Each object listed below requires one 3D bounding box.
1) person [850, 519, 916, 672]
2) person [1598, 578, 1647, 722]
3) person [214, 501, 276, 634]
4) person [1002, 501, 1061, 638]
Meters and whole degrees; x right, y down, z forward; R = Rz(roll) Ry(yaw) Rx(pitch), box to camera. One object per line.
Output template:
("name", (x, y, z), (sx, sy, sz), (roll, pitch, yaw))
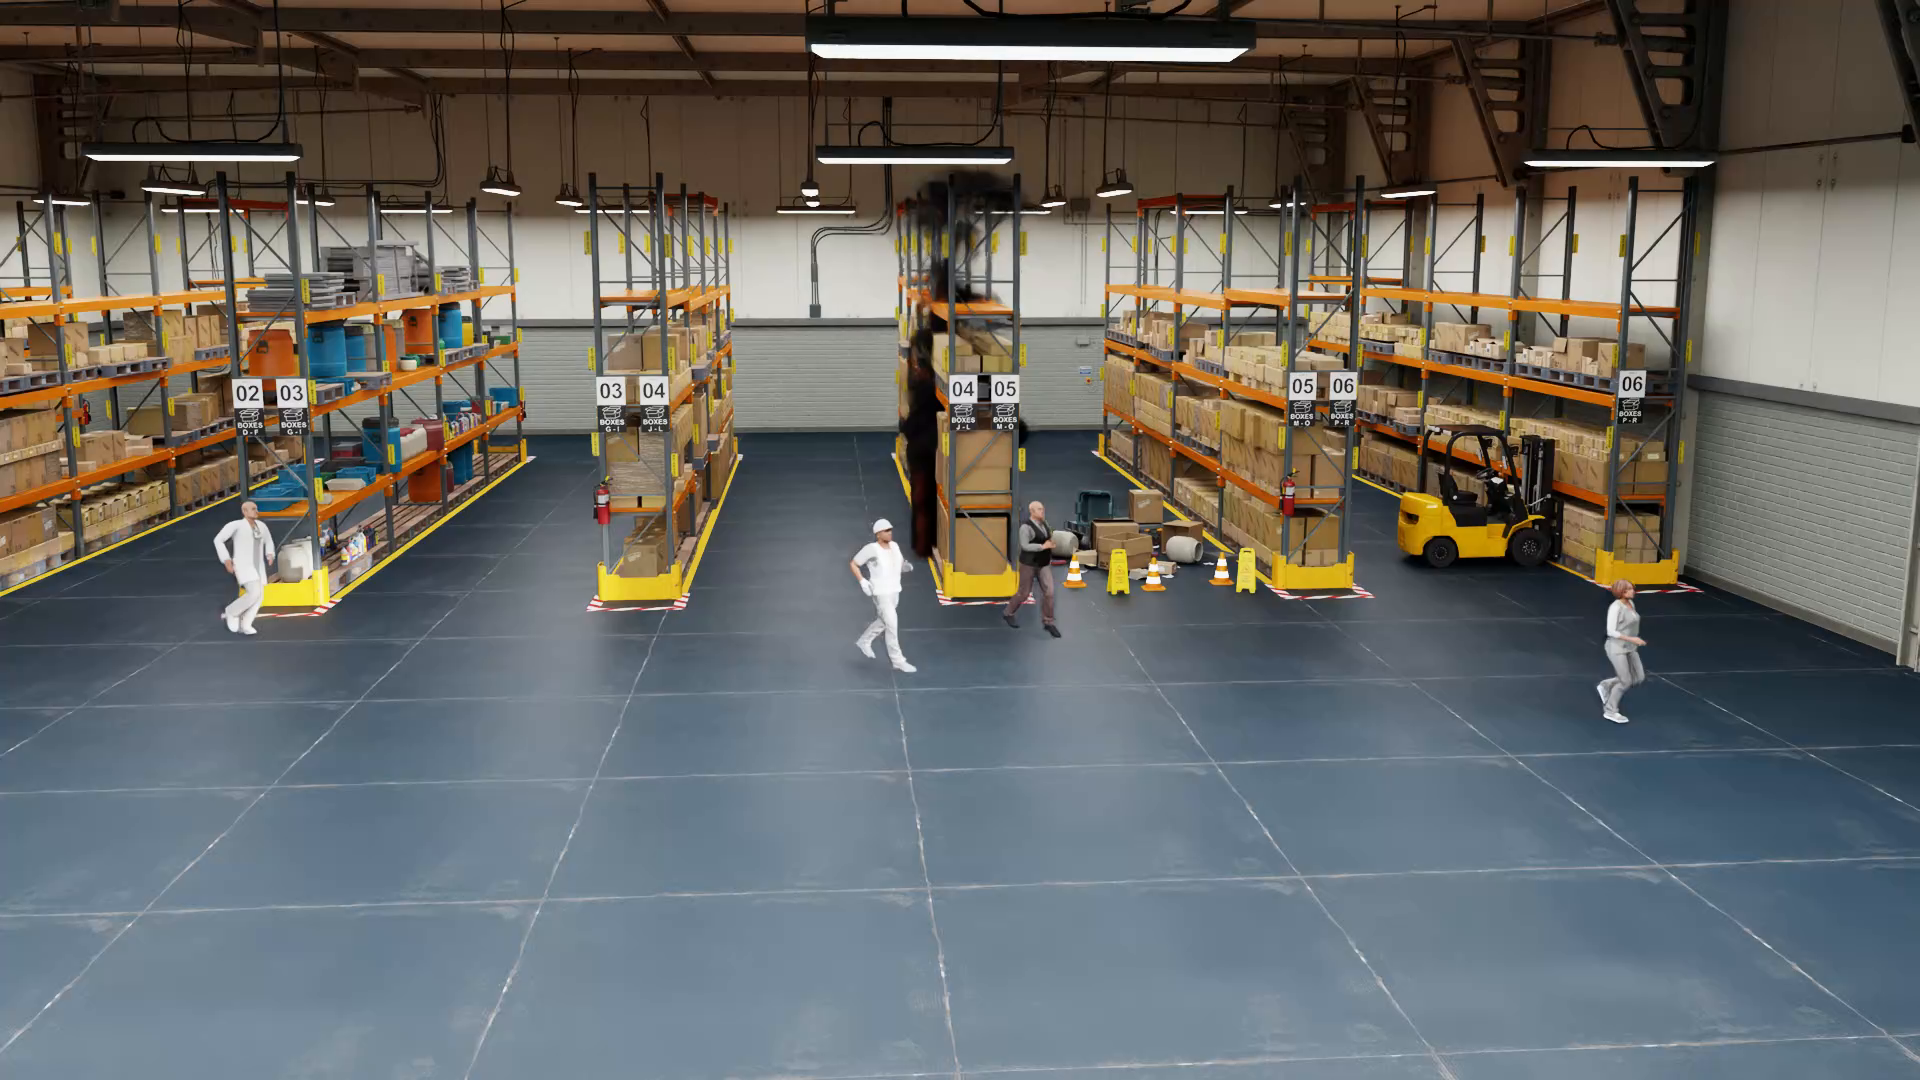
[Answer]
("person", (-0.894, 0.630, 19.825), (0.993, 1.773, 0.682), (7, 12, 34))
("person", (7.009, 1.172, 17.606), (0.555, 1.554, 0.563), (-8, 13, -39))
("person", (-9.245, 0.359, 21.728), (0.563, 1.716, 0.747), (4, 11, 24))
("person", (0.942, 0.361, 21.606), (0.899, 1.754, 0.634), (9, 14, 43))
